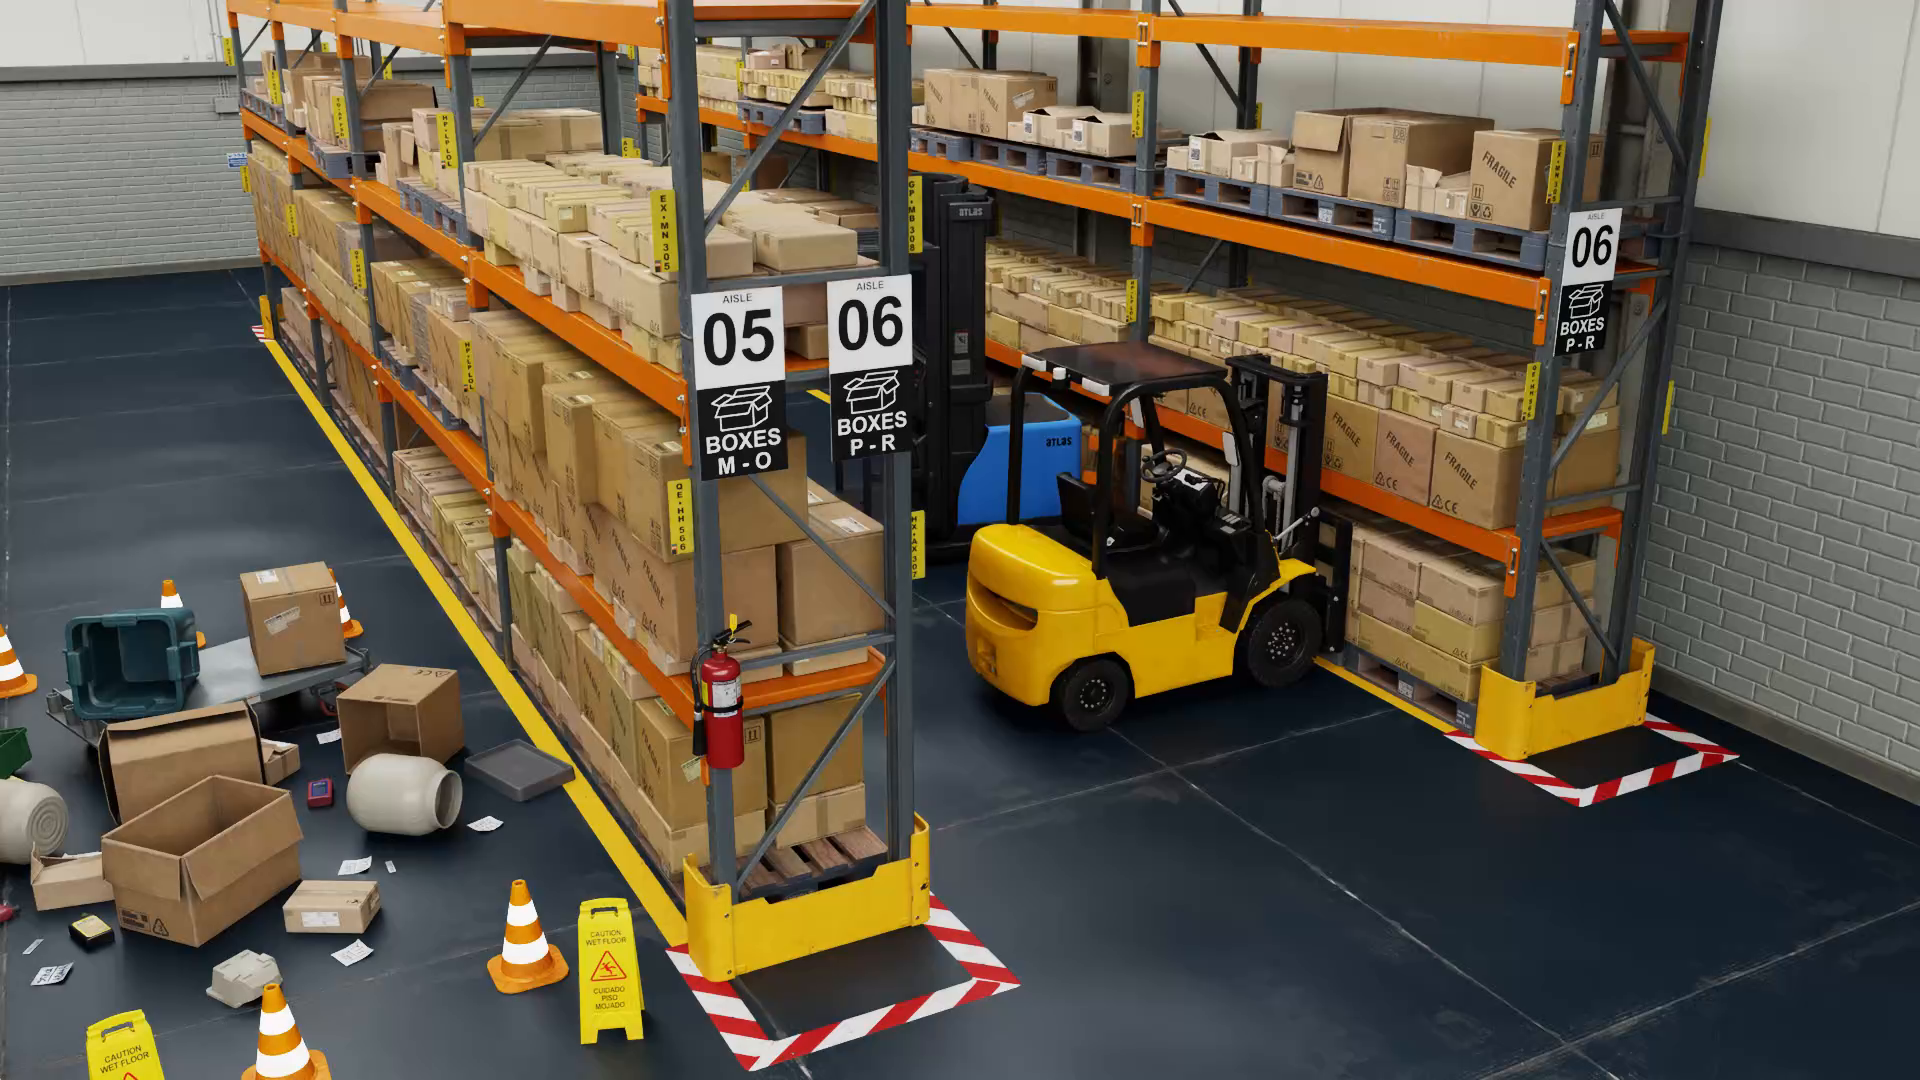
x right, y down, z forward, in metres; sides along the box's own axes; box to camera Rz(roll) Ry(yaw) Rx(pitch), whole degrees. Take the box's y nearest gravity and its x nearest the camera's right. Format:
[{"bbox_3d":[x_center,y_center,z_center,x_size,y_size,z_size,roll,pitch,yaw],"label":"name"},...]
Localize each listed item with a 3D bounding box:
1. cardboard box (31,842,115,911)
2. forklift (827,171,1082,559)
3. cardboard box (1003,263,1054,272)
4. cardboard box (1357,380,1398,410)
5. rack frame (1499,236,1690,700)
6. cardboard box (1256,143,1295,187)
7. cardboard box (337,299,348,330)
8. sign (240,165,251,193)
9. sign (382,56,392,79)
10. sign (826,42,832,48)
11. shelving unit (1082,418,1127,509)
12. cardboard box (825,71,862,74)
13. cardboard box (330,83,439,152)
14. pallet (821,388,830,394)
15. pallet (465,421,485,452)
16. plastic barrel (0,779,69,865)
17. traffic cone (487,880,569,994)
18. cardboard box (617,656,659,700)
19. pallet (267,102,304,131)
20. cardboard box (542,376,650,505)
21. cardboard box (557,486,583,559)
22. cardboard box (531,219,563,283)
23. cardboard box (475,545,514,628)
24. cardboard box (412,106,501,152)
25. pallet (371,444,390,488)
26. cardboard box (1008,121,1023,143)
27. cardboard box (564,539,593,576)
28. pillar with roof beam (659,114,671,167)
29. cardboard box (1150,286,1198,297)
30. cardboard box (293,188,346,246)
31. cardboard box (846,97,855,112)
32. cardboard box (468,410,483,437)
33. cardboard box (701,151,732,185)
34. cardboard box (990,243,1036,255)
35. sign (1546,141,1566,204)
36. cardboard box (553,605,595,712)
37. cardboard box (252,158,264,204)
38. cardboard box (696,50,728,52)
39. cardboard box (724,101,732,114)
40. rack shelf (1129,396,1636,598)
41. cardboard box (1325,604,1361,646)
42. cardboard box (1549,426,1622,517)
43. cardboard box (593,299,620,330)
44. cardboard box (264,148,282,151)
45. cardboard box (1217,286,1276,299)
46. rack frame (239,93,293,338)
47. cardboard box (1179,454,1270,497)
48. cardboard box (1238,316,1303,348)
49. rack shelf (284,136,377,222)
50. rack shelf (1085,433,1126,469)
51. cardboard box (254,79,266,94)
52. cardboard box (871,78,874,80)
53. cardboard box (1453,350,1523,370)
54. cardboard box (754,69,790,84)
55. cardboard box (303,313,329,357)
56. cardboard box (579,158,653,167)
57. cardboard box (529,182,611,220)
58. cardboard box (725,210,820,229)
[{"bbox_3d":[-4.457,1.667,8.393,0.396,0.266,0.258,-6,20,-17],"label":"cardboard box"},{"bbox_3d":[-0.598,-1.327,12.984,3.031,2.935,1.130,-6,20,-16],"label":"forklift"},{"bbox_3d":[0.605,-2.336,14.654,0.380,0.149,0.250,-10,21,-27],"label":"cardboard box"},{"bbox_3d":[2.777,-0.956,10.656,0.380,0.149,0.250,-11,22,-28],"label":"cardboard box"},{"bbox_3d":[3.681,-0.251,9.760,1.000,3.000,0.127,-10,21,-27],"label":"rack frame"},{"bbox_3d":[2.219,-2.526,11.165,0.396,0.266,0.258,-11,22,-28],"label":"cardboard box"},{"bbox_3d":[-5.435,-2.103,15.357,0.500,0.250,0.500,-10,22,-27],"label":"cardboard box"},{"bbox_3d":[-8.775,-4.437,20.442,0.100,0.325,0.005,-10,21,-27],"label":"sign"},{"bbox_3d":[-5.911,-4.824,17.139,0.100,0.325,0.005,-10,21,-27],"label":"sign"},{"bbox_3d":[-1.531,-5.631,19.358,0.100,0.325,0.005,-10,21,-27],"label":"sign"},{"bbox_3d":[1.117,-0.429,13.233,0.252,1.050,0.215,11,2,28],"label":"shelving unit"},{"bbox_3d":[-1.287,-5.017,18.106,0.380,0.149,0.250,-11,22,-28],"label":"cardboard box"},{"bbox_3d":[-4.797,-3.528,13.856,0.797,0.503,0.637,-11,22,-30],"label":"cardboard box"},{"bbox_3d":[-1.015,-1.799,18.522,1.003,0.211,1.213,-10,21,-27],"label":"pallet"},{"bbox_3d":[-2.820,-0.781,11.589,1.003,0.211,1.213,-10,21,-27],"label":"pallet"},{"bbox_3d":[-5.005,1.472,8.716,0.512,0.421,0.421,4,19,11],"label":"plastic barrel"},{"bbox_3d":[-2.025,1.794,7.721,0.336,0.463,0.334,-10,21,-27],"label":"traffic cone"},{"bbox_3d":[-1.529,0.675,8.506,0.380,0.149,0.250,-9,21,-25],"label":"cardboard box"},{"bbox_3d":[-6.763,-4.538,17.723,1.003,0.211,1.213,-10,21,-27],"label":"pallet"},{"bbox_3d":[-1.687,-0.531,8.431,0.700,0.500,0.500,-10,22,-27],"label":"cardboard box"},{"bbox_3d":[-1.878,-0.219,9.059,0.500,0.500,0.500,-10,21,-26],"label":"cardboard box"},{"bbox_3d":[-1.896,-1.511,8.588,0.500,0.250,0.500,-10,21,-26],"label":"cardboard box"},{"bbox_3d":[-2.837,0.264,11.652,0.950,0.372,0.625,-10,21,-26],"label":"cardboard box"},{"bbox_3d":[-3.477,-2.847,11.506,0.500,0.250,0.500,-10,21,-26],"label":"cardboard box"},{"bbox_3d":[-4.793,-0.697,15.329,1.003,0.211,1.213,-10,21,-27],"label":"pallet"},{"bbox_3d":[0.626,-3.434,13.975,0.380,0.149,0.250,-10,22,-27],"label":"cardboard box"},{"bbox_3d":[-1.975,0.066,9.226,0.380,0.149,0.250,-10,21,-27],"label":"cardboard box"},{"bbox_3d":[-8.193,-7.927,22.808,9.100,9.000,0.400,-10,21,-27],"label":"pillar with roof beam"},{"bbox_3d":[1.722,-1.972,13.601,0.380,0.149,0.250,-11,22,-28],"label":"cardboard box"},{"bbox_3d":[-6.428,-3.275,16.838,0.500,0.500,0.500,-10,21,-26],"label":"cardboard box"},{"bbox_3d":[-0.938,-4.448,16.944,0.380,0.149,0.250,-10,21,-26],"label":"cardboard box"},{"bbox_3d":[-3.073,-0.814,11.133,0.380,0.149,0.250,-10,21,-26],"label":"cardboard box"},{"bbox_3d":[-3.226,-4.666,21.179,0.500,0.500,0.500,-9,21,-25],"label":"cardboard box"},{"bbox_3d":[0.506,-2.698,15.703,0.380,0.149,0.250,-10,21,-27],"label":"cardboard box"},{"bbox_3d":[3.197,-1.970,8.907,0.100,0.325,0.005,-10,21,-27],"label":"sign"},{"bbox_3d":[-2.033,0.630,9.630,0.500,0.500,0.500,-9,21,-24],"label":"cardboard box"},{"bbox_3d":[-8.055,-4.265,19.707,0.500,0.500,0.500,-11,22,-28],"label":"cardboard box"},{"bbox_3d":[-3.201,-5.966,20.731,0.500,0.250,0.500,-9,21,-25],"label":"cardboard box"},{"bbox_3d":[-2.562,-5.123,19.667,0.380,0.149,0.250,-10,21,-27],"label":"cardboard box"},{"bbox_3d":[2.731,-0.485,11.541,1.077,0.370,4.000,-10,21,-27],"label":"rack shelf"},{"bbox_3d":[2.722,0.475,11.228,0.500,0.250,0.500,-10,21,-26],"label":"cardboard box"},{"bbox_3d":[3.690,-0.483,10.281,0.500,0.500,0.500,-9,21,-25],"label":"cardboard box"},{"bbox_3d":[-1.566,-1.135,8.107,0.380,0.149,0.250,-10,21,-27],"label":"cardboard box"},{"bbox_3d":[-7.837,-4.459,19.276,0.380,0.149,0.250,-10,21,-26],"label":"cardboard box"},{"bbox_3d":[2.199,-1.849,12.787,0.380,0.149,0.250,-10,21,-27],"label":"cardboard box"},{"bbox_3d":[-8.284,-4.074,20.840,1.000,3.000,0.127,-10,21,-27],"label":"rack frame"},{"bbox_3d":[1.969,-0.435,12.332,0.500,0.250,0.500,-10,21,-27],"label":"cardboard box"},{"bbox_3d":[2.183,-1.463,11.670,0.380,0.149,0.250,-10,22,-28],"label":"cardboard box"},{"bbox_3d":[-5.434,-3.430,15.476,1.077,0.370,4.000,-10,21,-27],"label":"rack shelf"},{"bbox_3d":[1.163,-0.698,13.224,0.240,0.259,0.215,11,2,28],"label":"rack shelf"},{"bbox_3d":[-7.969,-5.271,19.298,0.380,0.149,0.250,-9,21,-25],"label":"cardboard box"},{"bbox_3d":[-0.704,-4.727,17.295,0.380,0.149,0.250,-10,21,-27],"label":"cardboard box"},{"bbox_3d":[3.372,-1.102,10.624,0.380,0.149,0.250,-10,21,-26],"label":"cardboard box"},{"bbox_3d":[-2.072,-5.162,18.527,0.380,0.149,0.250,-10,21,-26],"label":"cardboard box"},{"bbox_3d":[-7.014,-2.367,19.177,0.875,0.438,0.875,-11,22,-28],"label":"cardboard box"},{"bbox_3d":[-2.052,-2.186,9.931,0.380,0.149,0.250,-11,22,-28],"label":"cardboard box"},{"bbox_3d":[-2.056,-1.799,8.811,0.380,0.149,0.250,-10,22,-27],"label":"cardboard box"},{"bbox_3d":[-0.873,-1.442,7.776,0.380,0.149,0.250,-10,21,-27],"label":"cardboard box"}]
